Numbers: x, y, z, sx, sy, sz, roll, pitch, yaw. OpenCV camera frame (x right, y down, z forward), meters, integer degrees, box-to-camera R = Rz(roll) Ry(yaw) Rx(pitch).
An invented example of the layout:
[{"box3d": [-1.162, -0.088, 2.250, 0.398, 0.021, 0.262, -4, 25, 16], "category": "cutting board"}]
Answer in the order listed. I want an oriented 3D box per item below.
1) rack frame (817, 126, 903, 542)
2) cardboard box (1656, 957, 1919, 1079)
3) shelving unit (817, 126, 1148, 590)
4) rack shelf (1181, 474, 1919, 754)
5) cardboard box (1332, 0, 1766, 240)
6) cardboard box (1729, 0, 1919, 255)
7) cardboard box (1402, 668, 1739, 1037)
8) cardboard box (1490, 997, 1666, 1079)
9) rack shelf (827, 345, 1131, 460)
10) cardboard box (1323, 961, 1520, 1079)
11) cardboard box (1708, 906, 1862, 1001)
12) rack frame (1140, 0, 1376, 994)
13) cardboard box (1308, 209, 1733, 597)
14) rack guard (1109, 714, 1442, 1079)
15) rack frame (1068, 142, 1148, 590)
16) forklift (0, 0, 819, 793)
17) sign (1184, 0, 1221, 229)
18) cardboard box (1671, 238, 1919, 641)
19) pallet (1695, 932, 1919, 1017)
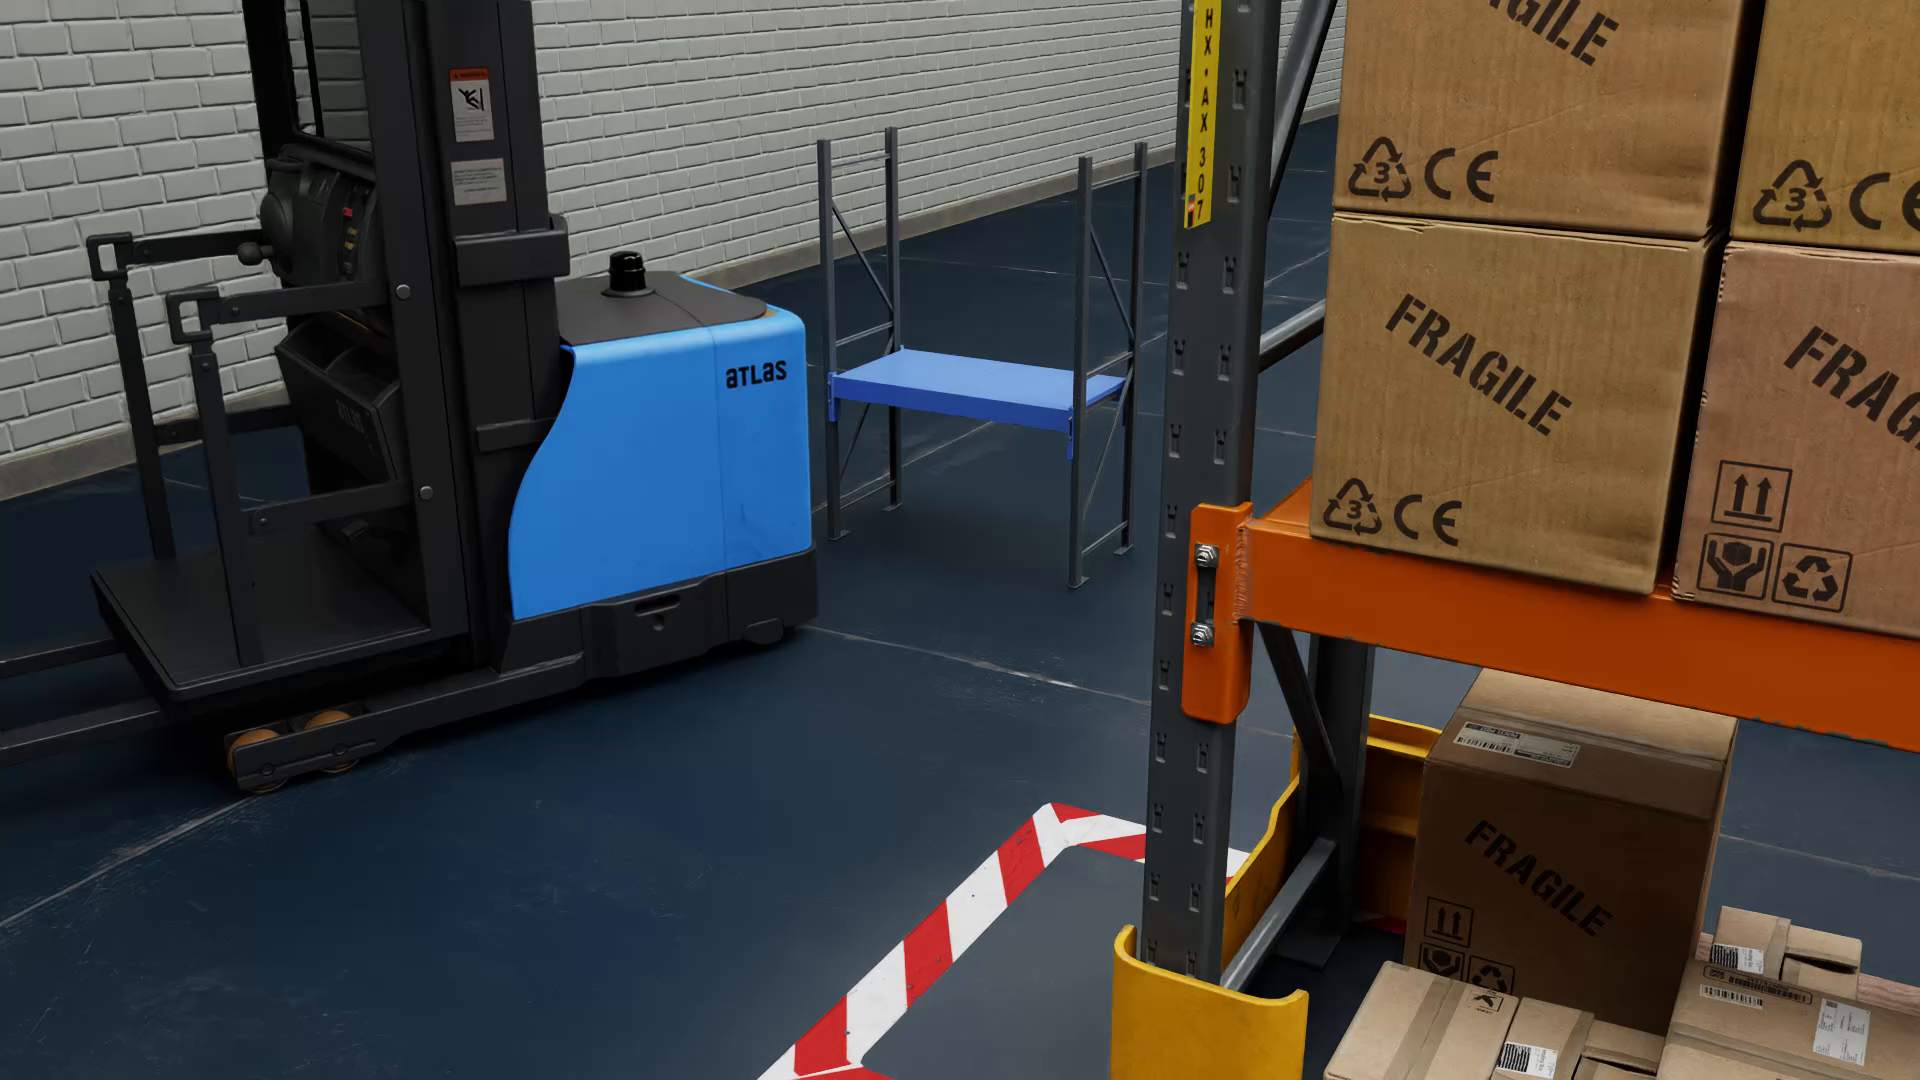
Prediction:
[{"box3d": [-0.369, -0.775, 6.303, 0.032, 1.500, 0.500, 11, 23, 27], "category": "rack frame"}, {"box3d": [1.390, 0.970, 2.680, 0.500, 0.250, 0.500, 11, 23, 27], "category": "cardboard box"}, {"box3d": [0.074, -0.691, 6.070, 1.048, 1.500, 0.538, 11, 23, 27], "category": "shelving unit"}, {"box3d": [2.363, 0.297, 2.203, 4.000, 0.370, 1.077, 11, 23, 27], "category": "rack shelf"}, {"box3d": [0.876, -0.739, 2.390, 0.500, 0.500, 0.500, 12, 23, 29], "category": "cardboard box"}, {"box3d": [1.336, -0.654, 2.156, 0.500, 0.500, 0.500, 11, 23, 28], "category": "cardboard box"}, {"box3d": [1.212, 0.611, 3.301, 0.500, 0.500, 0.500, 11, 23, 27], "category": "cardboard box"}, {"box3d": [1.033, 0.965, 2.817, 0.250, 0.166, 0.380, 11, 23, 27], "category": "cardboard box"}, {"box3d": [0.074, -0.522, 6.132, 1.000, 0.185, 0.538, 11, 23, 27], "category": "rack shelf"}, {"box3d": [0.815, 0.931, 2.934, 0.250, 0.149, 0.380, 11, 23, 27], "category": "cardboard box"}, {"box3d": [1.521, 0.862, 3.099, 0.250, 0.166, 0.380, 11, 23, 27], "category": "cardboard box"}, {"box3d": [0.617, -0.374, 2.997, 0.127, 3.000, 1.000, 11, 23, 27], "category": "rack frame"}, {"box3d": [0.876, -0.269, 2.560, 0.500, 0.500, 0.500, 11, 23, 28], "category": "cardboard box"}, {"box3d": [0.683, 0.814, 3.388, 0.348, 0.500, 1.175, 11, 23, 27], "category": "rack guard"}, {"box3d": [0.518, -0.606, 5.837, 0.032, 1.500, 0.500, 11, 23, 27], "category": "rack frame"}, {"box3d": [-1.955, -0.900, 4.548, 3.031, 2.935, 1.130, -14, 24, -34], "category": "forklift"}, {"box3d": [0.352, -0.619, 2.404, 0.005, 0.325, 0.100, 11, 23, 27], "category": "sign"}, {"box3d": [1.329, -0.184, 2.328, 0.500, 0.500, 0.500, 11, 22, 27], "category": "cardboard box"}, {"box3d": [1.380, 1.082, 3.073, 1.213, 0.211, 1.003, 11, 23, 27], "category": "pallet"}]
